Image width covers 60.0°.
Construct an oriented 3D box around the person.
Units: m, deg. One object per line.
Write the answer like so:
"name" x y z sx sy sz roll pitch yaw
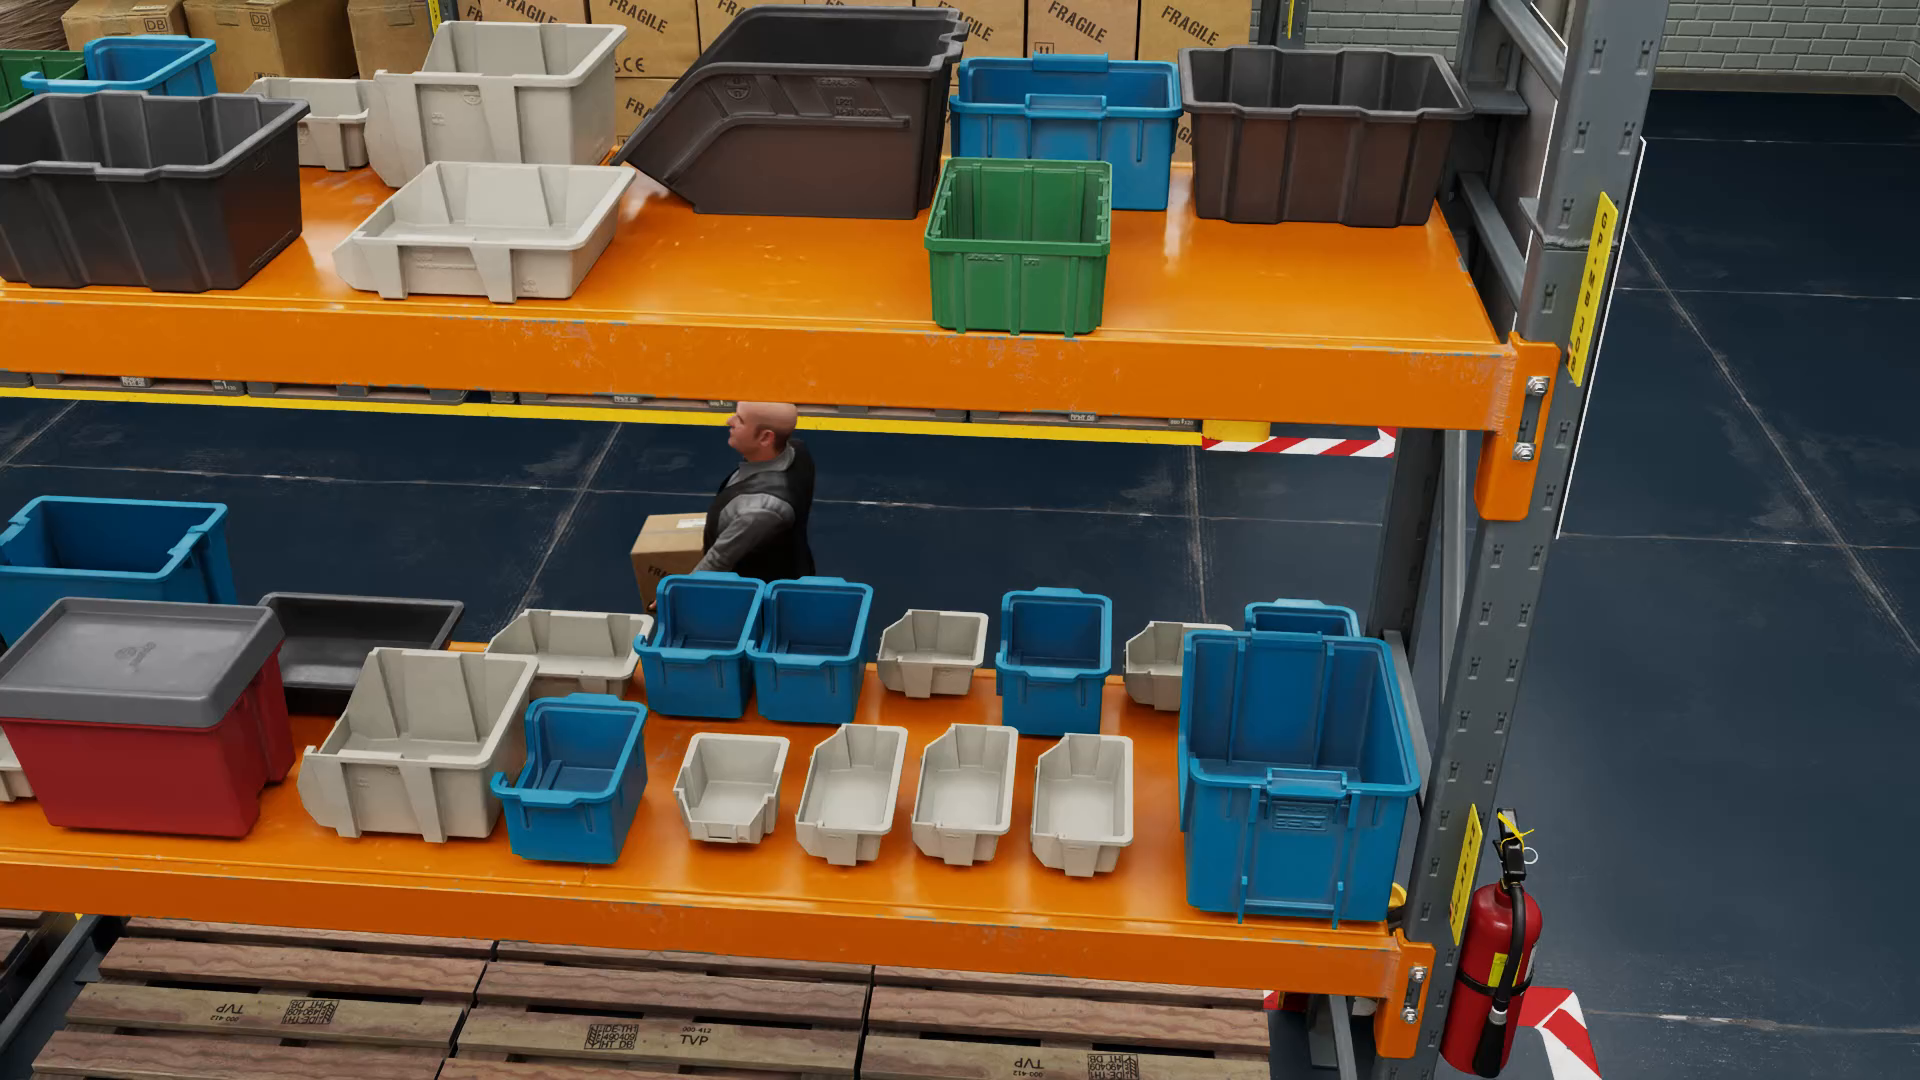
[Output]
"person" -0.774 0.238 5.784 0.551 1.711 0.494 3 32 4
